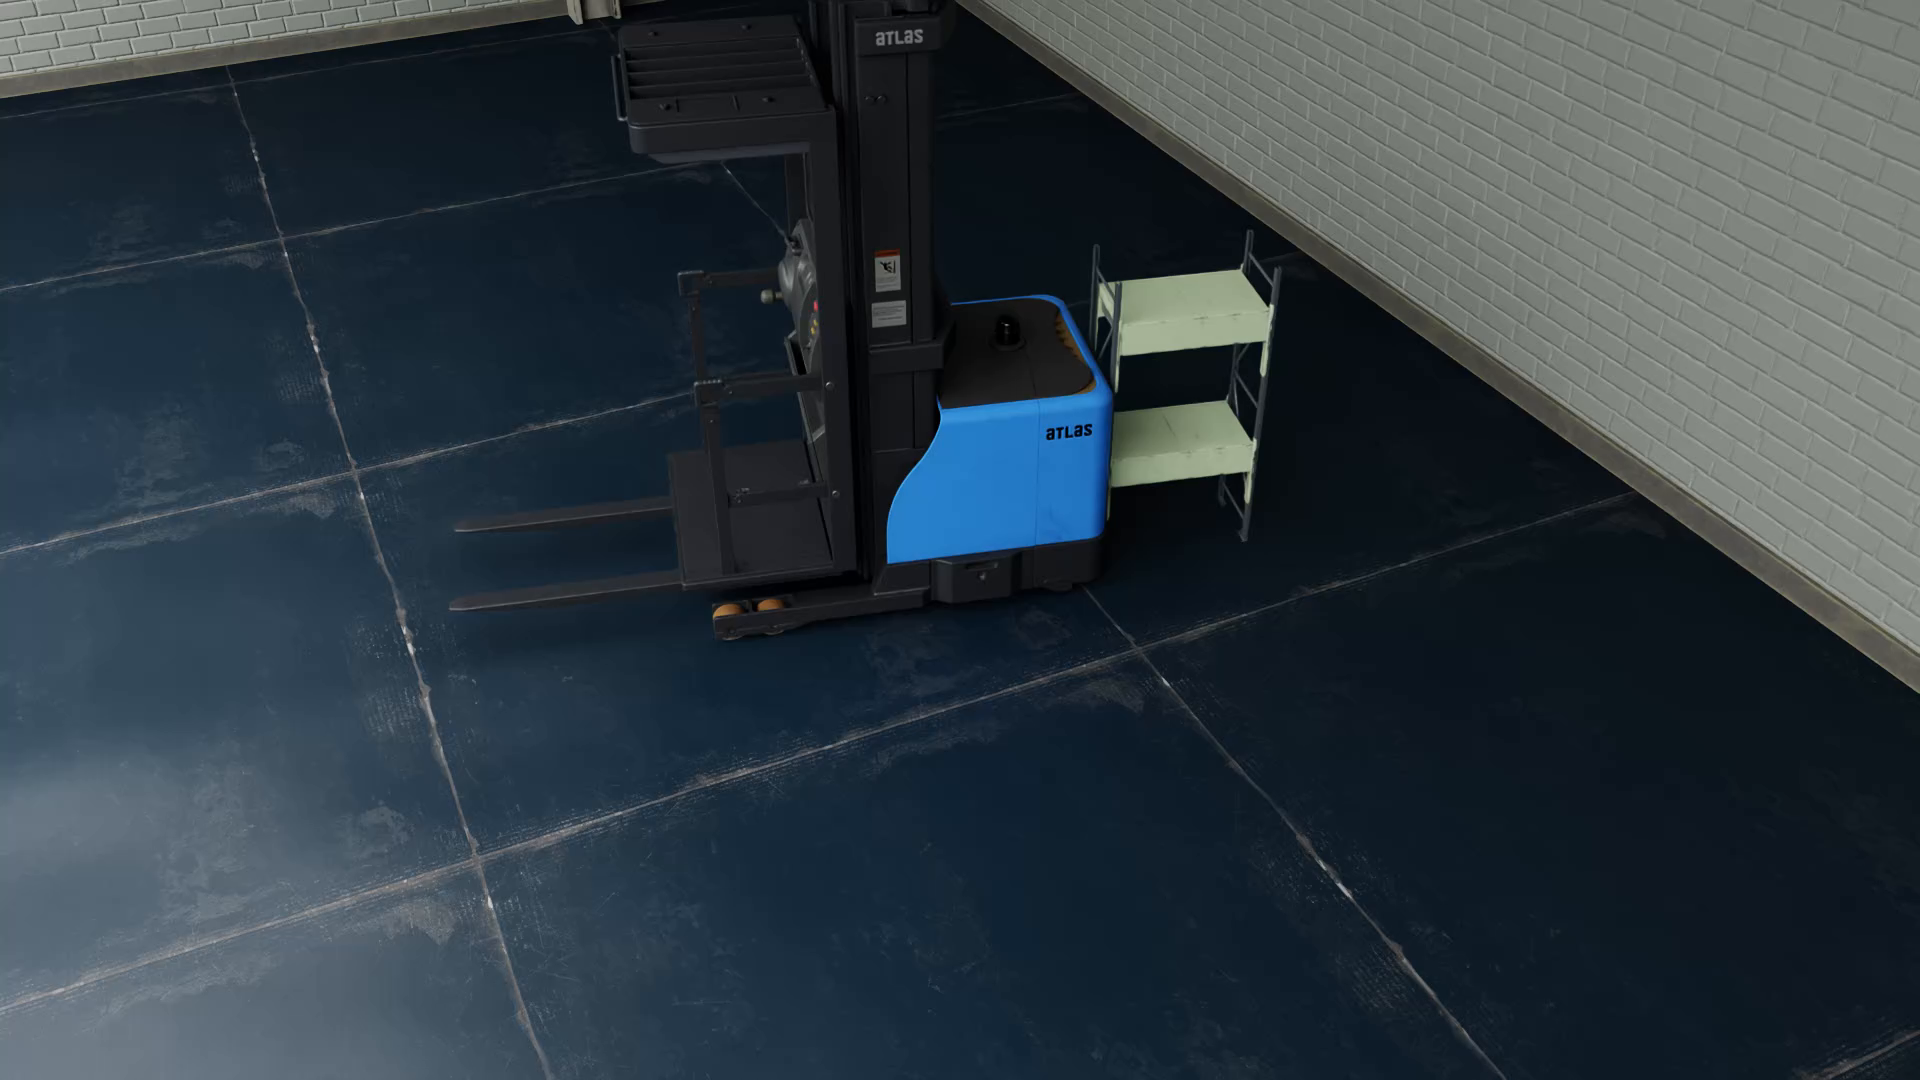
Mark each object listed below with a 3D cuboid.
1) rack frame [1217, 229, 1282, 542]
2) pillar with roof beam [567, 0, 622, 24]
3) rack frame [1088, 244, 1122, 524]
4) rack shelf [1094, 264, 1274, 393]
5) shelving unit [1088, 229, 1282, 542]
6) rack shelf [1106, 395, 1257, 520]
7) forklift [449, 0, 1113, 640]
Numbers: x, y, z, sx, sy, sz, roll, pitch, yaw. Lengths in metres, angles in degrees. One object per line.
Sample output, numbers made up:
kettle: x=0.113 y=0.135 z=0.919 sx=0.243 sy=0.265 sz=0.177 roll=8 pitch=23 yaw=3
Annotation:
rack frame: x=1.372 y=-0.711 z=7.949 sx=0.023 sy=1.500 sz=0.400 roll=-7 pitch=37 yaw=-9
pillar with roof beam: x=-1.322 y=-5.819 z=8.542 sx=0.400 sy=9.000 sz=9.100 roll=-16 pitch=39 yaw=-20
rack frame: x=0.655 y=-0.623 z=7.831 sx=0.023 sy=1.500 sz=0.400 roll=-7 pitch=37 yaw=-9
rack shelf: x=1.014 y=-0.980 z=7.658 sx=0.720 sy=0.370 sz=0.431 roll=-7 pitch=37 yaw=-9
shelving unit: x=1.014 y=-0.667 z=7.890 sx=0.755 sy=1.500 sz=0.431 roll=-7 pitch=37 yaw=-9
rack shelf: x=1.014 y=-0.405 z=8.084 sx=0.720 sy=0.370 sz=0.431 roll=-7 pitch=37 yaw=-9
forklift: x=-0.876 y=-1.062 z=7.222 sx=3.031 sy=2.935 sz=1.130 roll=-7 pitch=37 yaw=-9
